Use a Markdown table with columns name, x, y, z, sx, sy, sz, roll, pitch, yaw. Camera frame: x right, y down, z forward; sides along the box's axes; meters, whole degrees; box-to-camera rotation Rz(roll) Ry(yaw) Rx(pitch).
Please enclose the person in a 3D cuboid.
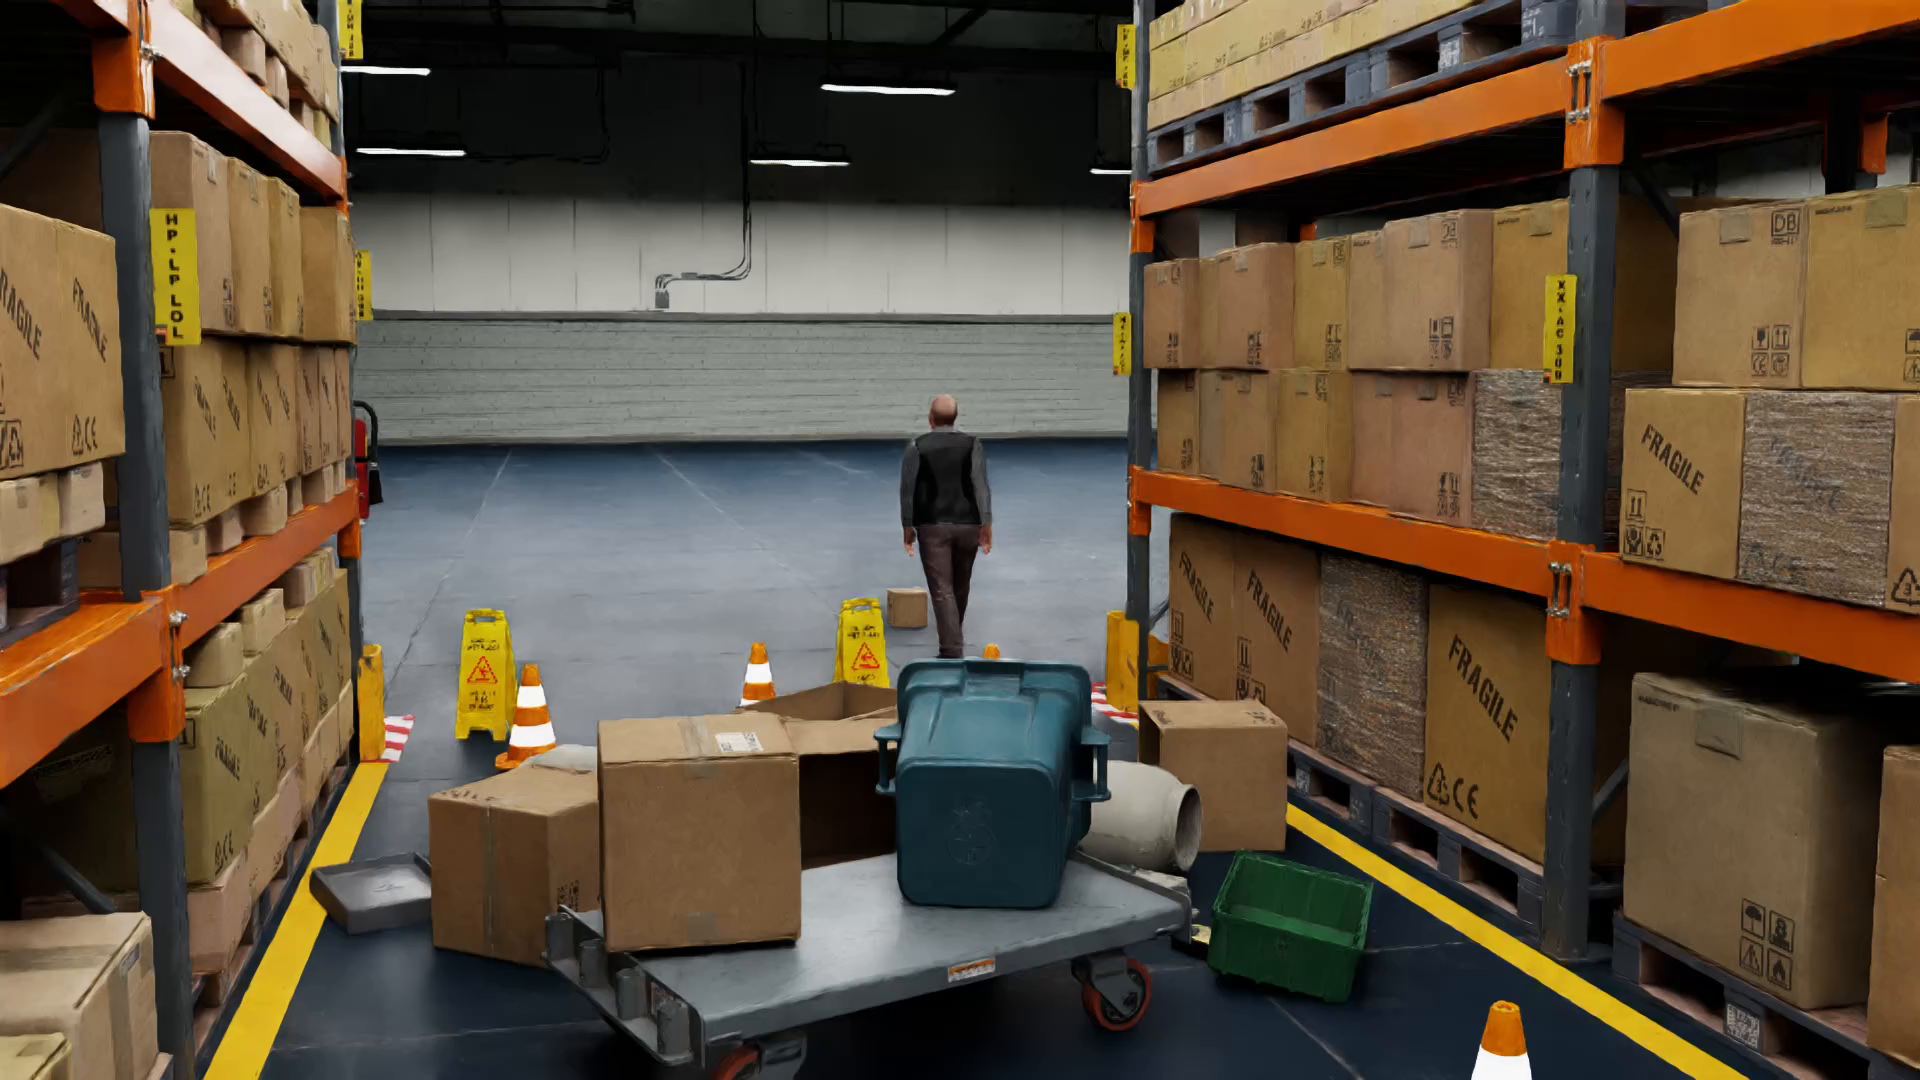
| name | x | y | z | sx | sy | sz | roll | pitch | yaw |
| --- | --- | --- | --- | --- | --- | --- | --- | --- | --- |
| person | -0.115 | -0.085 | 10.448 | 0.553 | 1.652 | 1.072 | -2 | 6 | -16 |
